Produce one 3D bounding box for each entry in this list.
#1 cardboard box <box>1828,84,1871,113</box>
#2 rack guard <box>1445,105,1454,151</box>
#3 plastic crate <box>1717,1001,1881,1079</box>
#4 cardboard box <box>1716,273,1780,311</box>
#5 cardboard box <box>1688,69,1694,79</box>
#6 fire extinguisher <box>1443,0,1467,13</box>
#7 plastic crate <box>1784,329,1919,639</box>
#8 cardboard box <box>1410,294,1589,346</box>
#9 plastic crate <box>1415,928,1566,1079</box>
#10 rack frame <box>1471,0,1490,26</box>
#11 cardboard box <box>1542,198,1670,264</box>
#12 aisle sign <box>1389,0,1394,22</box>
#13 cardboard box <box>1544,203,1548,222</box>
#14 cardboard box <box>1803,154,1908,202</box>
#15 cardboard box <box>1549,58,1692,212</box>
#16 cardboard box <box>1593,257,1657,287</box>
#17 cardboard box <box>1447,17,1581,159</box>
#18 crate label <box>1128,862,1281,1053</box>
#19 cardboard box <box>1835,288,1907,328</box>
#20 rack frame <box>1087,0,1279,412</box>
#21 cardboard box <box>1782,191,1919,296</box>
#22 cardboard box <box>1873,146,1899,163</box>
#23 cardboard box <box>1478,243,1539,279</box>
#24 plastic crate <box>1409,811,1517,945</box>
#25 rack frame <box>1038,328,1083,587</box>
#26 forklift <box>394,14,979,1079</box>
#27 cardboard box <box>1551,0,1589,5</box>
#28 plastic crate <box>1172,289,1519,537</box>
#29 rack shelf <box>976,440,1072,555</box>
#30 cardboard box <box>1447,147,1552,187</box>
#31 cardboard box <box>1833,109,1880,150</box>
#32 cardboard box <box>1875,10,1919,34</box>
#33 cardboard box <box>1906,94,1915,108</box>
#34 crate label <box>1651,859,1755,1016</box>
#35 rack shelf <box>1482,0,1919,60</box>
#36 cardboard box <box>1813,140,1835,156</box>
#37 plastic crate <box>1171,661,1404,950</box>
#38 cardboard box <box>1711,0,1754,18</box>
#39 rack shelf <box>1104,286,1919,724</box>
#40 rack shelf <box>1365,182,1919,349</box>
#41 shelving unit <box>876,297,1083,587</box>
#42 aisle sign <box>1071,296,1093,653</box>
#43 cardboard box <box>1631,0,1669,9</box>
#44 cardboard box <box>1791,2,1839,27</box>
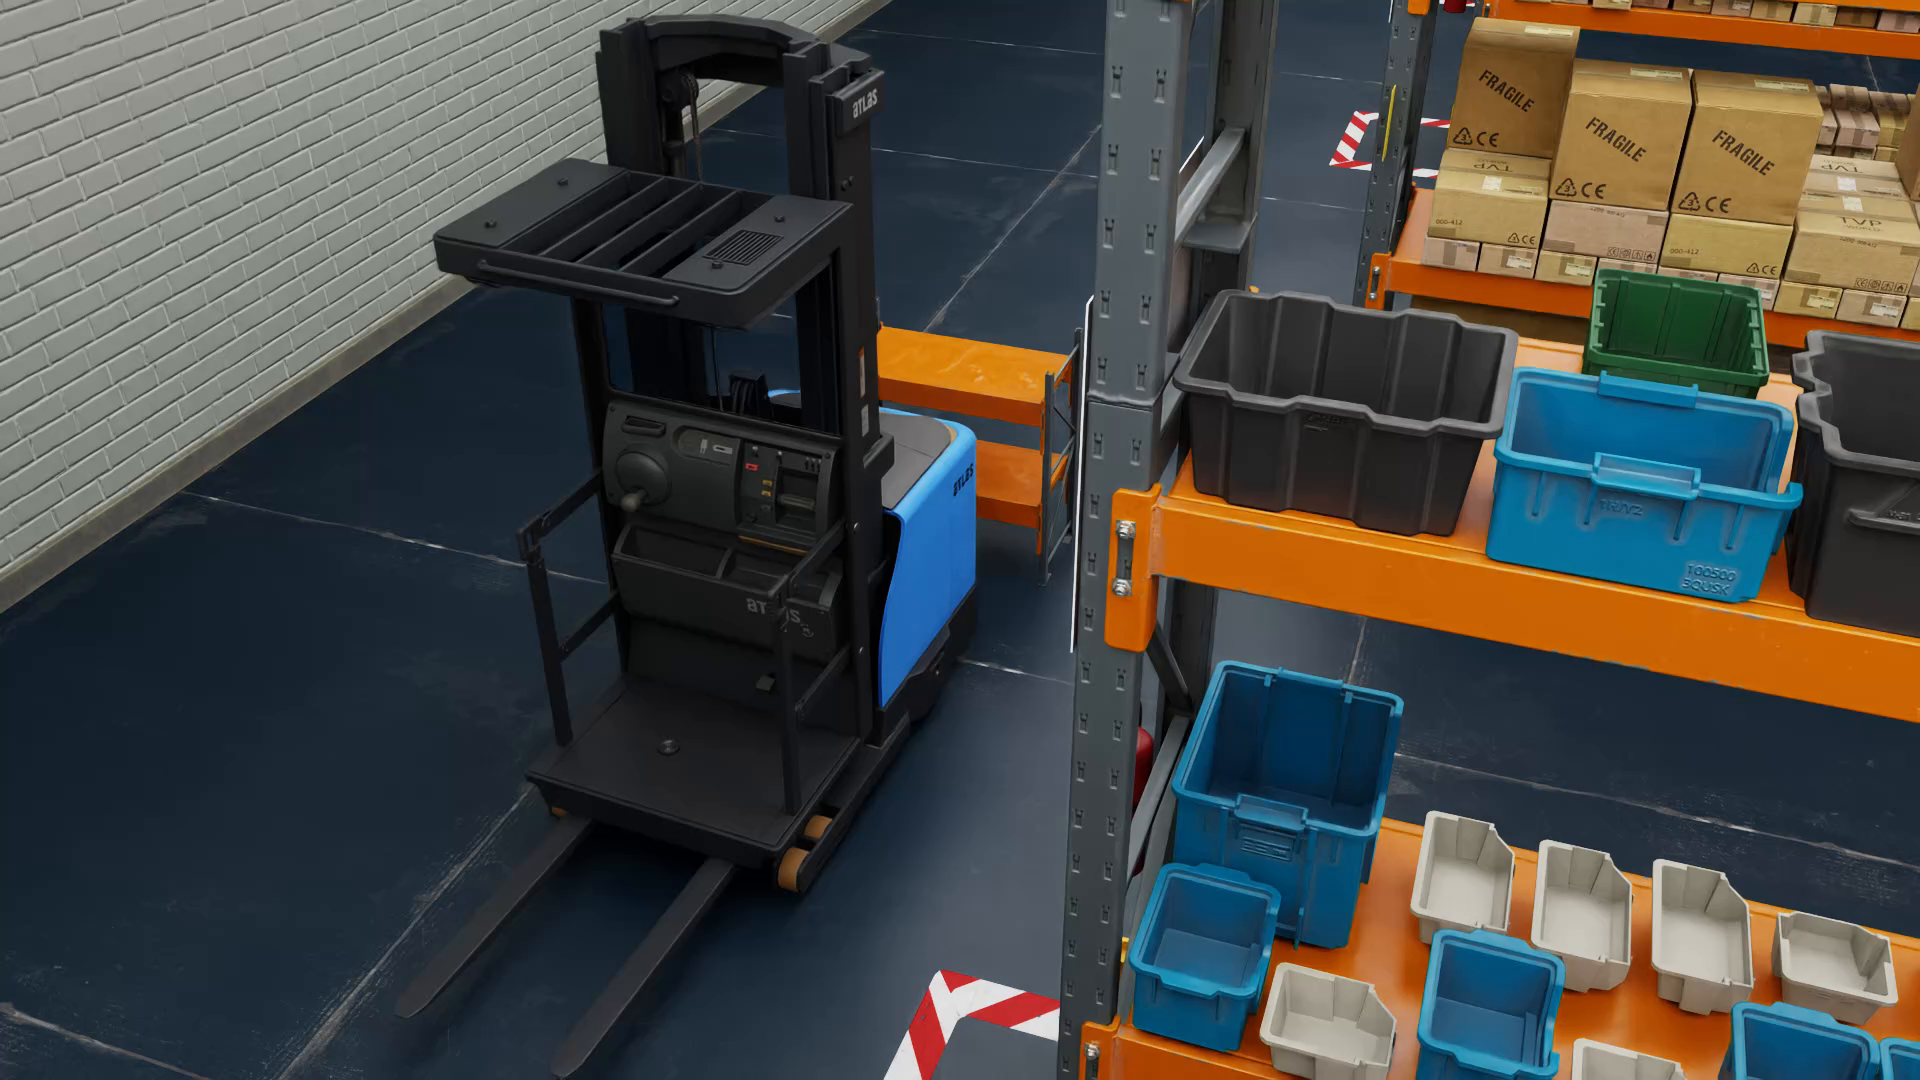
[{"bbox_3d":[6.457,-3.179,12.101,0.250,0.149,0.380,12,35,17],"label":"cardboard box"},{"bbox_3d":[3.977,-3.223,12.781,0.348,0.500,1.175,11,34,16],"label":"rack guard"},{"bbox_3d":[1.827,1.255,3.640,0.300,0.233,0.416,11,34,16],"label":"plastic crate"},{"bbox_3d":[3.571,-1.200,7.575,0.250,0.149,0.380,11,34,16],"label":"cardboard box"},{"bbox_3d":[5.487,-3.390,12.428,0.250,0.149,0.380,12,35,18],"label":"cardboard box"},{"bbox_3d":[3.824,-4.380,12.684,0.183,0.674,0.296,11,34,16],"label":"fire extinguisher"},{"bbox_3d":[1.811,-0.058,2.867,0.767,0.338,0.504,11,34,16],"label":"plastic crate"},{"bbox_3d":[2.766,-0.981,8.575,0.875,0.875,0.875,11,34,16],"label":"cardboard box"},{"bbox_3d":[1.207,1.135,3.826,0.300,0.233,0.416,11,34,16],"label":"plastic crate"},{"bbox_3d":[3.905,-4.287,12.125,0.127,3.000,1.000,11,34,16],"label":"rack frame"},{"bbox_3d":[2.989,-1.518,7.699,0.500,0.250,0.500,11,34,16],"label":"cardboard box"},{"bbox_3d":[1.968,-2.725,7.309,0.004,0.787,0.394,11,34,16],"label":"aisle sign"},{"bbox_3d":[3.066,-1.677,8.314,0.250,0.149,0.380,11,34,17],"label":"cardboard box"},{"bbox_3d":[4.131,-1.603,7.831,0.500,0.250,0.500,11,34,17],"label":"cardboard box"},{"bbox_3d":[2.968,-1.833,7.496,0.500,0.500,0.500,10,34,15],"label":"cardboard box"},{"bbox_3d":[3.089,-1.294,7.721,0.250,0.149,0.380,10,34,16],"label":"cardboard box"},{"bbox_3d":[2.684,-2.195,8.057,0.500,0.500,0.500,11,35,17],"label":"cardboard box"},{"bbox_3d":[0.587,1.014,4.013,0.303,0.233,0.416,11,34,16],"label":"crate label"},{"bbox_3d":[4.056,-1.106,7.430,0.250,0.149,0.380,12,35,17],"label":"cardboard box"},{"bbox_3d":[0.466,-1.765,2.687,0.127,3.000,1.000,11,34,16],"label":"rack frame"},{"bbox_3d":[3.954,-1.331,7.410,0.500,0.250,0.500,10,34,16],"label":"cardboard box"},{"bbox_3d":[6.547,-2.734,11.685,0.250,0.149,0.380,11,35,17],"label":"cardboard box"},{"bbox_3d":[2.602,-1.388,7.866,0.250,0.149,0.380,11,34,16],"label":"cardboard box"},{"bbox_3d":[1.295,0.898,4.281,0.243,0.136,0.396,11,34,16],"label":"plastic crate"},{"bbox_3d":[0.472,-0.381,7.803,0.032,1.125,0.500,11,34,16],"label":"rack frame"},{"bbox_3d":[-0.958,-0.180,5.827,1.130,2.935,3.031,13,35,19],"label":"forklift"},{"bbox_3d":[4.353,-3.930,11.803,0.250,0.149,0.380,12,35,18],"label":"cardboard box"},{"bbox_3d":[0.734,-0.237,3.206,0.590,0.269,0.497,11,34,16],"label":"plastic crate"},{"bbox_3d":[-0.006,-0.268,8.079,1.000,0.278,0.538,11,34,16],"label":"rack shelf"},{"bbox_3d":[2.683,-1.882,8.264,0.500,0.250,0.500,10,34,16],"label":"cardboard box"},{"bbox_3d":[6.253,-2.874,11.629,0.250,0.149,0.380,9,34,14],"label":"cardboard box"},{"bbox_3d":[6.312,-3.548,11.211,0.250,0.149,0.380,10,34,14],"label":"cardboard box"},{"bbox_3d":[6.923,-3.055,11.908,0.250,0.149,0.380,11,34,16],"label":"cardboard box"},{"bbox_3d":[1.833,0.997,4.128,0.243,0.136,0.396,11,34,16],"label":"crate label"},{"bbox_3d":[5.788,-3.619,11.753,4.000,0.370,1.077,11,34,16],"label":"rack shelf"},{"bbox_3d":[6.055,-2.830,11.834,0.250,0.149,0.380,9,34,14],"label":"cardboard box"},{"bbox_3d":[0.844,0.682,4.341,0.499,0.435,0.616,11,34,16],"label":"plastic crate"},{"bbox_3d":[5.349,-3.754,11.530,0.250,0.149,0.380,10,34,16],"label":"cardboard box"},{"bbox_3d":[2.349,0.164,3.129,4.000,0.370,1.077,11,34,16],"label":"rack shelf"},{"bbox_3d":[4.020,-1.105,7.859,4.000,0.370,1.077,11,34,16],"label":"rack shelf"},{"bbox_3d":[-0.006,-0.474,7.947,1.048,1.125,0.538,11,34,16],"label":"shelving unit"},{"bbox_3d":[0.298,-0.198,3.394,0.004,0.787,0.394,11,34,16],"label":"aisle sign"},{"bbox_3d":[4.879,-3.876,11.719,0.250,0.149,0.380,13,35,19],"label":"cardboard box"},{"bbox_3d":[5.827,-3.632,11.342,0.250,0.149,0.380,12,35,17],"label":"cardboard box"}]
